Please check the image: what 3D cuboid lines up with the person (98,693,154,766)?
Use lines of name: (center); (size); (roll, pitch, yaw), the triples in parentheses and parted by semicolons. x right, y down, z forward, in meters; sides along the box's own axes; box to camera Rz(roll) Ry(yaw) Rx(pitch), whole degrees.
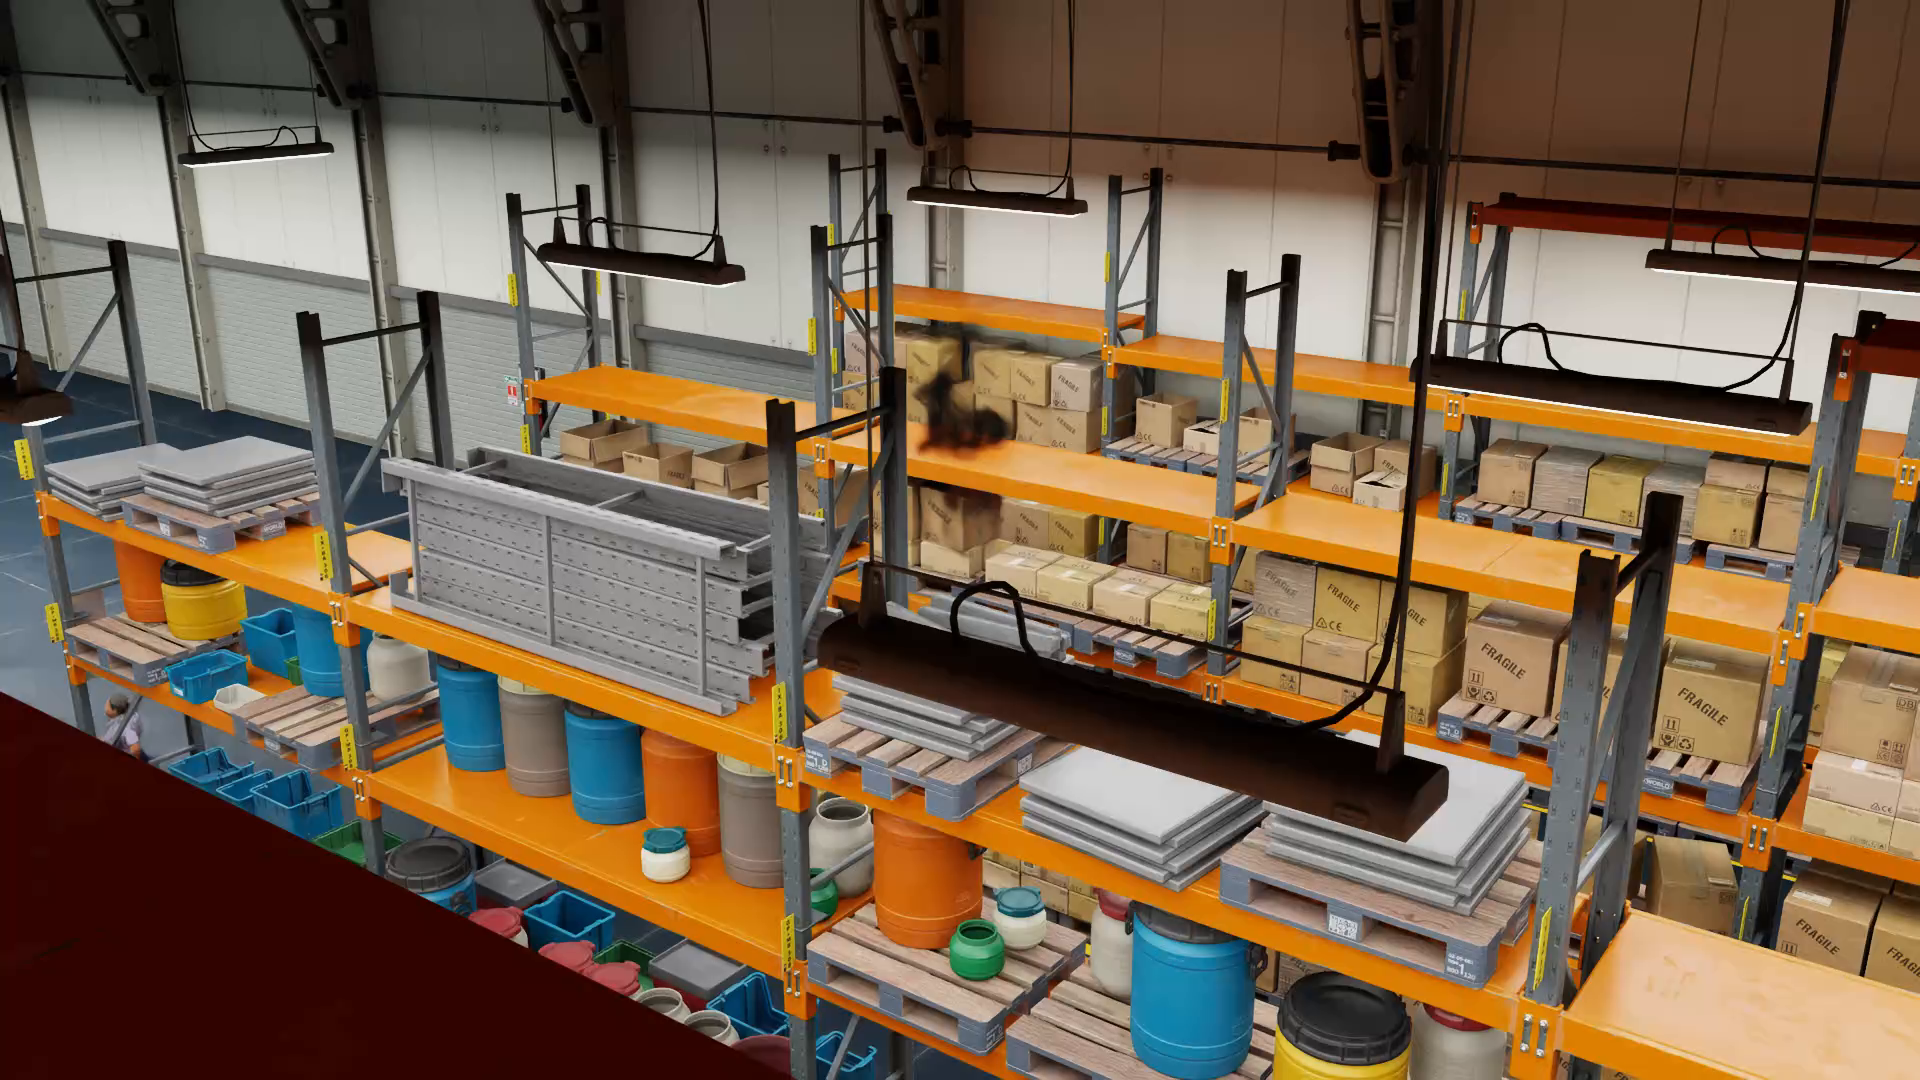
person: (-7.898, 2.259, 15.836); (0.646, 1.721, 0.601); (-2, 19, -5)
